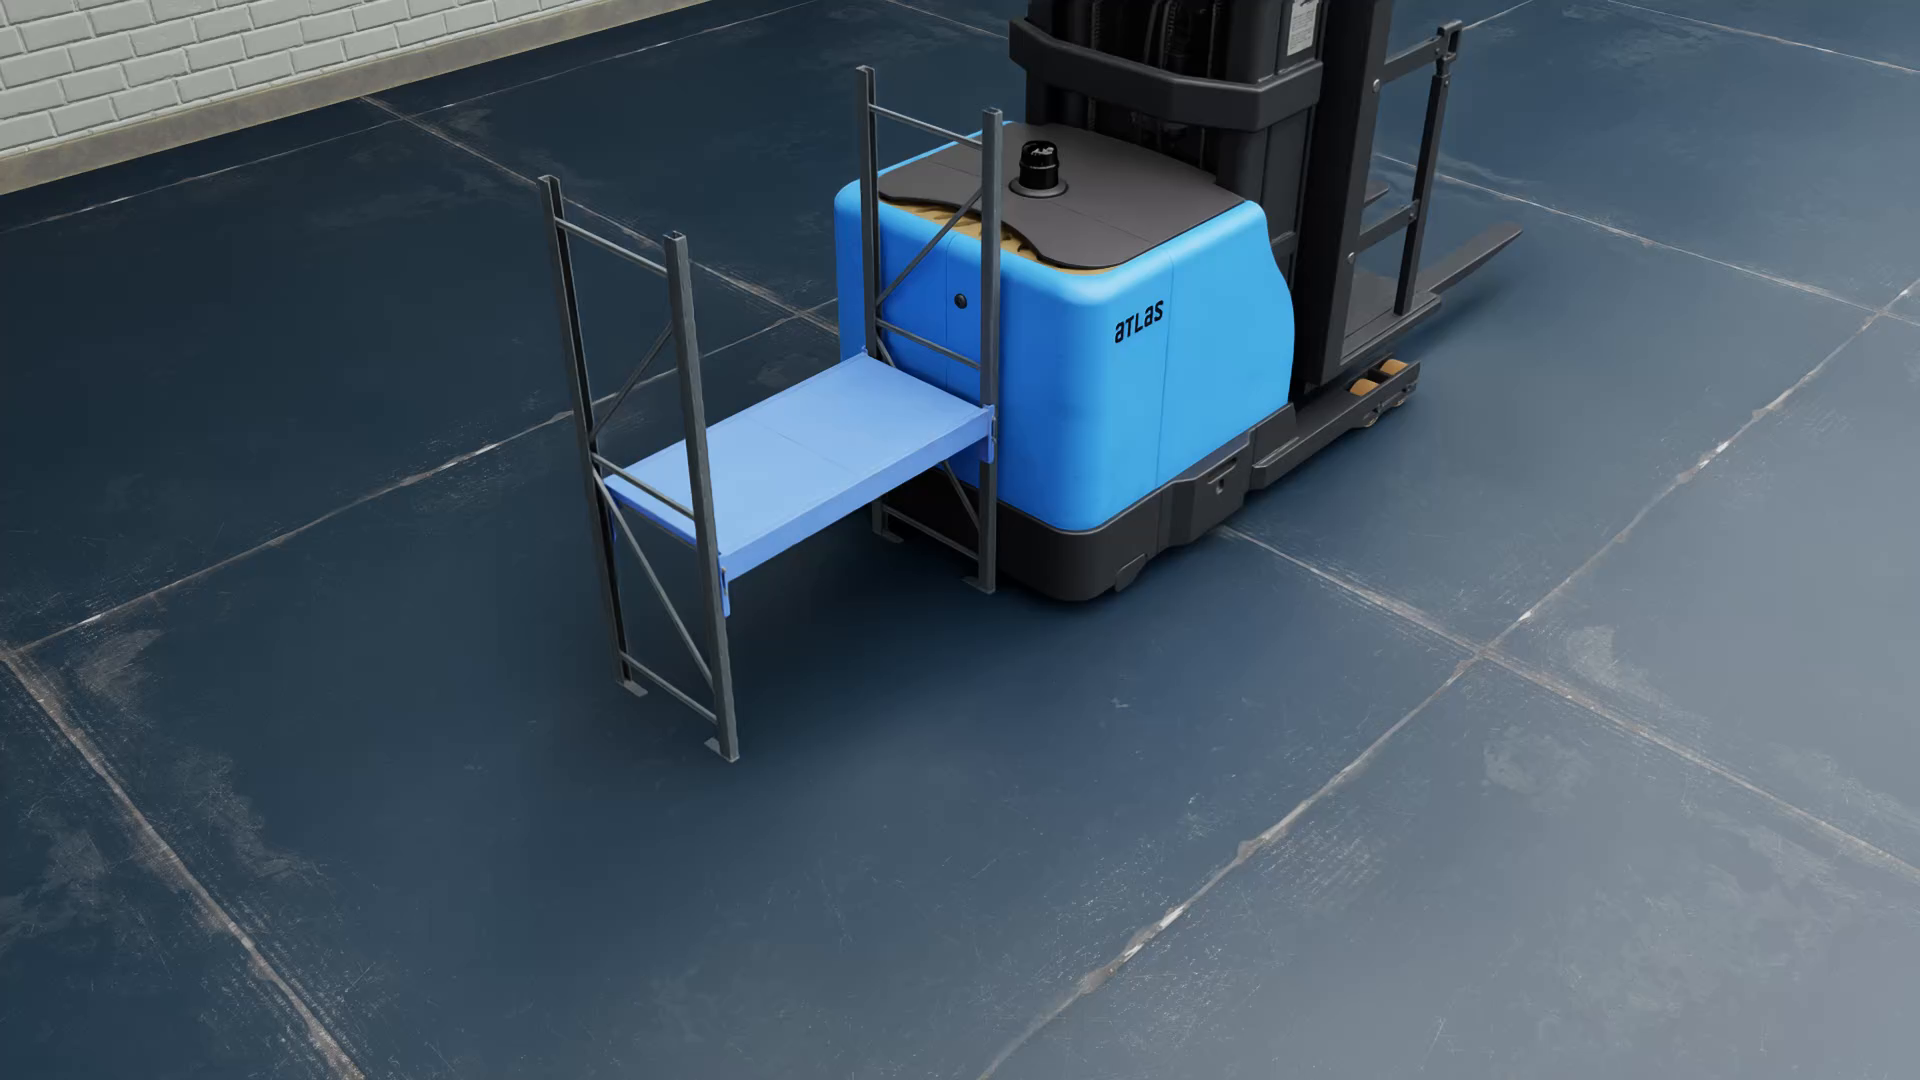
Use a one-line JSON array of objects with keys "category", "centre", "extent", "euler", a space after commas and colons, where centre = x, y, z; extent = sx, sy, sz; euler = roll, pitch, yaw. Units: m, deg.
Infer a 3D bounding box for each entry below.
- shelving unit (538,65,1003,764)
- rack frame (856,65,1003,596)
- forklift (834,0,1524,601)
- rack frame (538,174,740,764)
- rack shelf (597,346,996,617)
[{"category": "shelving unit", "centre": [-0.432, -0.339, 4.424], "extent": [0.538, 1.500, 1.048], "euler": [28, 44, 34]}, {"category": "rack frame", "centre": [-0.086, -0.551, 4.730], "extent": [0.500, 1.500, 0.032], "euler": [28, 44, 34]}, {"category": "forklift", "centre": [0.986, -1.775, 5.233], "extent": [1.130, 2.935, 3.031], "euler": [28, 44, 34]}, {"category": "rack frame", "centre": [-0.778, -0.126, 4.119], "extent": [0.500, 1.500, 0.032], "euler": [28, 44, 34]}, {"category": "rack shelf", "centre": [-0.432, -0.191, 4.527], "extent": [0.538, 0.185, 1.000], "euler": [28, 44, 34]}]
